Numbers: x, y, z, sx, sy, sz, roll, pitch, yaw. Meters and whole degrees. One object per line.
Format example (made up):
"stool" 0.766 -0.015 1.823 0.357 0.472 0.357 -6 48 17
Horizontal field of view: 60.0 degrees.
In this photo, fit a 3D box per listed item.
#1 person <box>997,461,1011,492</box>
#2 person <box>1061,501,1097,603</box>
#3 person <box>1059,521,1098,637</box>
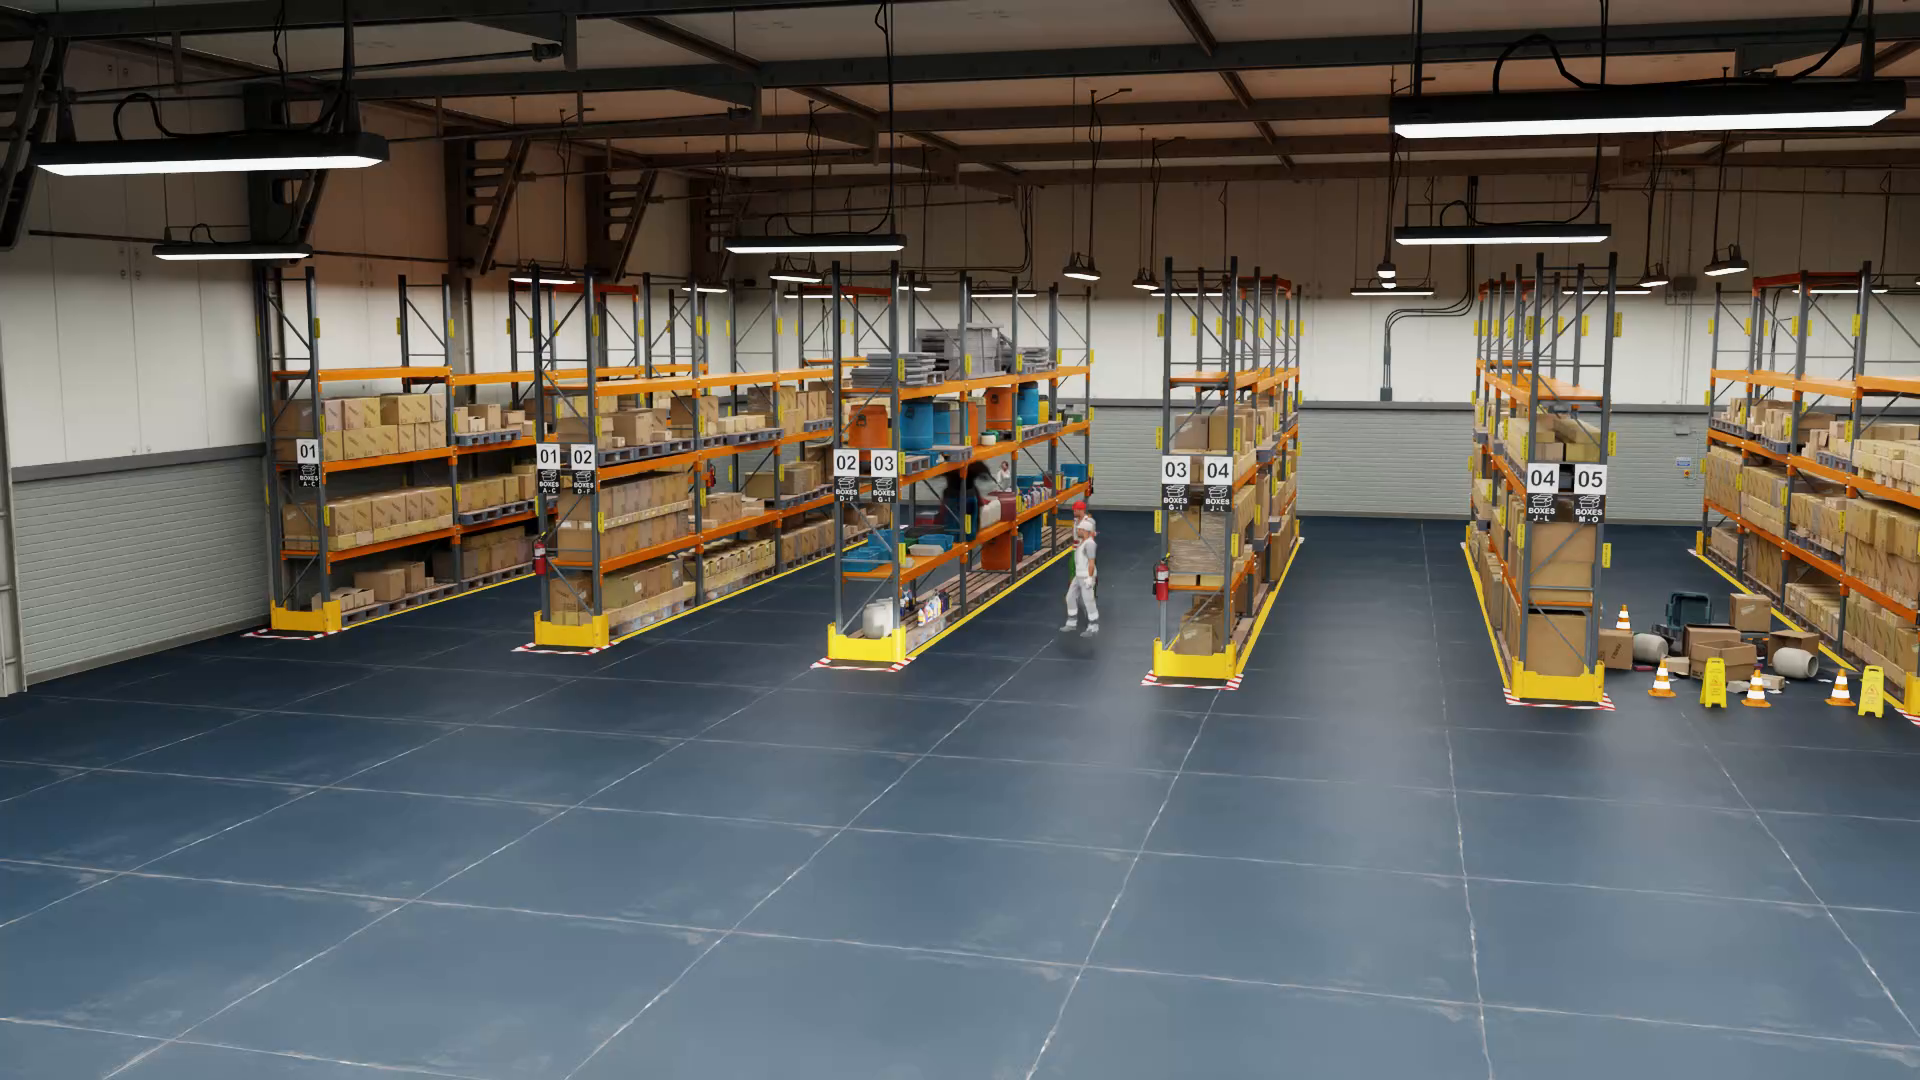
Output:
"person" 1.114 -1.240 42.954 0.577 1.612 0.515 3 8 23
"person" 2.112 0.192 28.650 0.477 1.728 1.003 4 8 26
"person" 1.854 0.597 25.884 0.566 1.804 0.572 -1 7 -11
